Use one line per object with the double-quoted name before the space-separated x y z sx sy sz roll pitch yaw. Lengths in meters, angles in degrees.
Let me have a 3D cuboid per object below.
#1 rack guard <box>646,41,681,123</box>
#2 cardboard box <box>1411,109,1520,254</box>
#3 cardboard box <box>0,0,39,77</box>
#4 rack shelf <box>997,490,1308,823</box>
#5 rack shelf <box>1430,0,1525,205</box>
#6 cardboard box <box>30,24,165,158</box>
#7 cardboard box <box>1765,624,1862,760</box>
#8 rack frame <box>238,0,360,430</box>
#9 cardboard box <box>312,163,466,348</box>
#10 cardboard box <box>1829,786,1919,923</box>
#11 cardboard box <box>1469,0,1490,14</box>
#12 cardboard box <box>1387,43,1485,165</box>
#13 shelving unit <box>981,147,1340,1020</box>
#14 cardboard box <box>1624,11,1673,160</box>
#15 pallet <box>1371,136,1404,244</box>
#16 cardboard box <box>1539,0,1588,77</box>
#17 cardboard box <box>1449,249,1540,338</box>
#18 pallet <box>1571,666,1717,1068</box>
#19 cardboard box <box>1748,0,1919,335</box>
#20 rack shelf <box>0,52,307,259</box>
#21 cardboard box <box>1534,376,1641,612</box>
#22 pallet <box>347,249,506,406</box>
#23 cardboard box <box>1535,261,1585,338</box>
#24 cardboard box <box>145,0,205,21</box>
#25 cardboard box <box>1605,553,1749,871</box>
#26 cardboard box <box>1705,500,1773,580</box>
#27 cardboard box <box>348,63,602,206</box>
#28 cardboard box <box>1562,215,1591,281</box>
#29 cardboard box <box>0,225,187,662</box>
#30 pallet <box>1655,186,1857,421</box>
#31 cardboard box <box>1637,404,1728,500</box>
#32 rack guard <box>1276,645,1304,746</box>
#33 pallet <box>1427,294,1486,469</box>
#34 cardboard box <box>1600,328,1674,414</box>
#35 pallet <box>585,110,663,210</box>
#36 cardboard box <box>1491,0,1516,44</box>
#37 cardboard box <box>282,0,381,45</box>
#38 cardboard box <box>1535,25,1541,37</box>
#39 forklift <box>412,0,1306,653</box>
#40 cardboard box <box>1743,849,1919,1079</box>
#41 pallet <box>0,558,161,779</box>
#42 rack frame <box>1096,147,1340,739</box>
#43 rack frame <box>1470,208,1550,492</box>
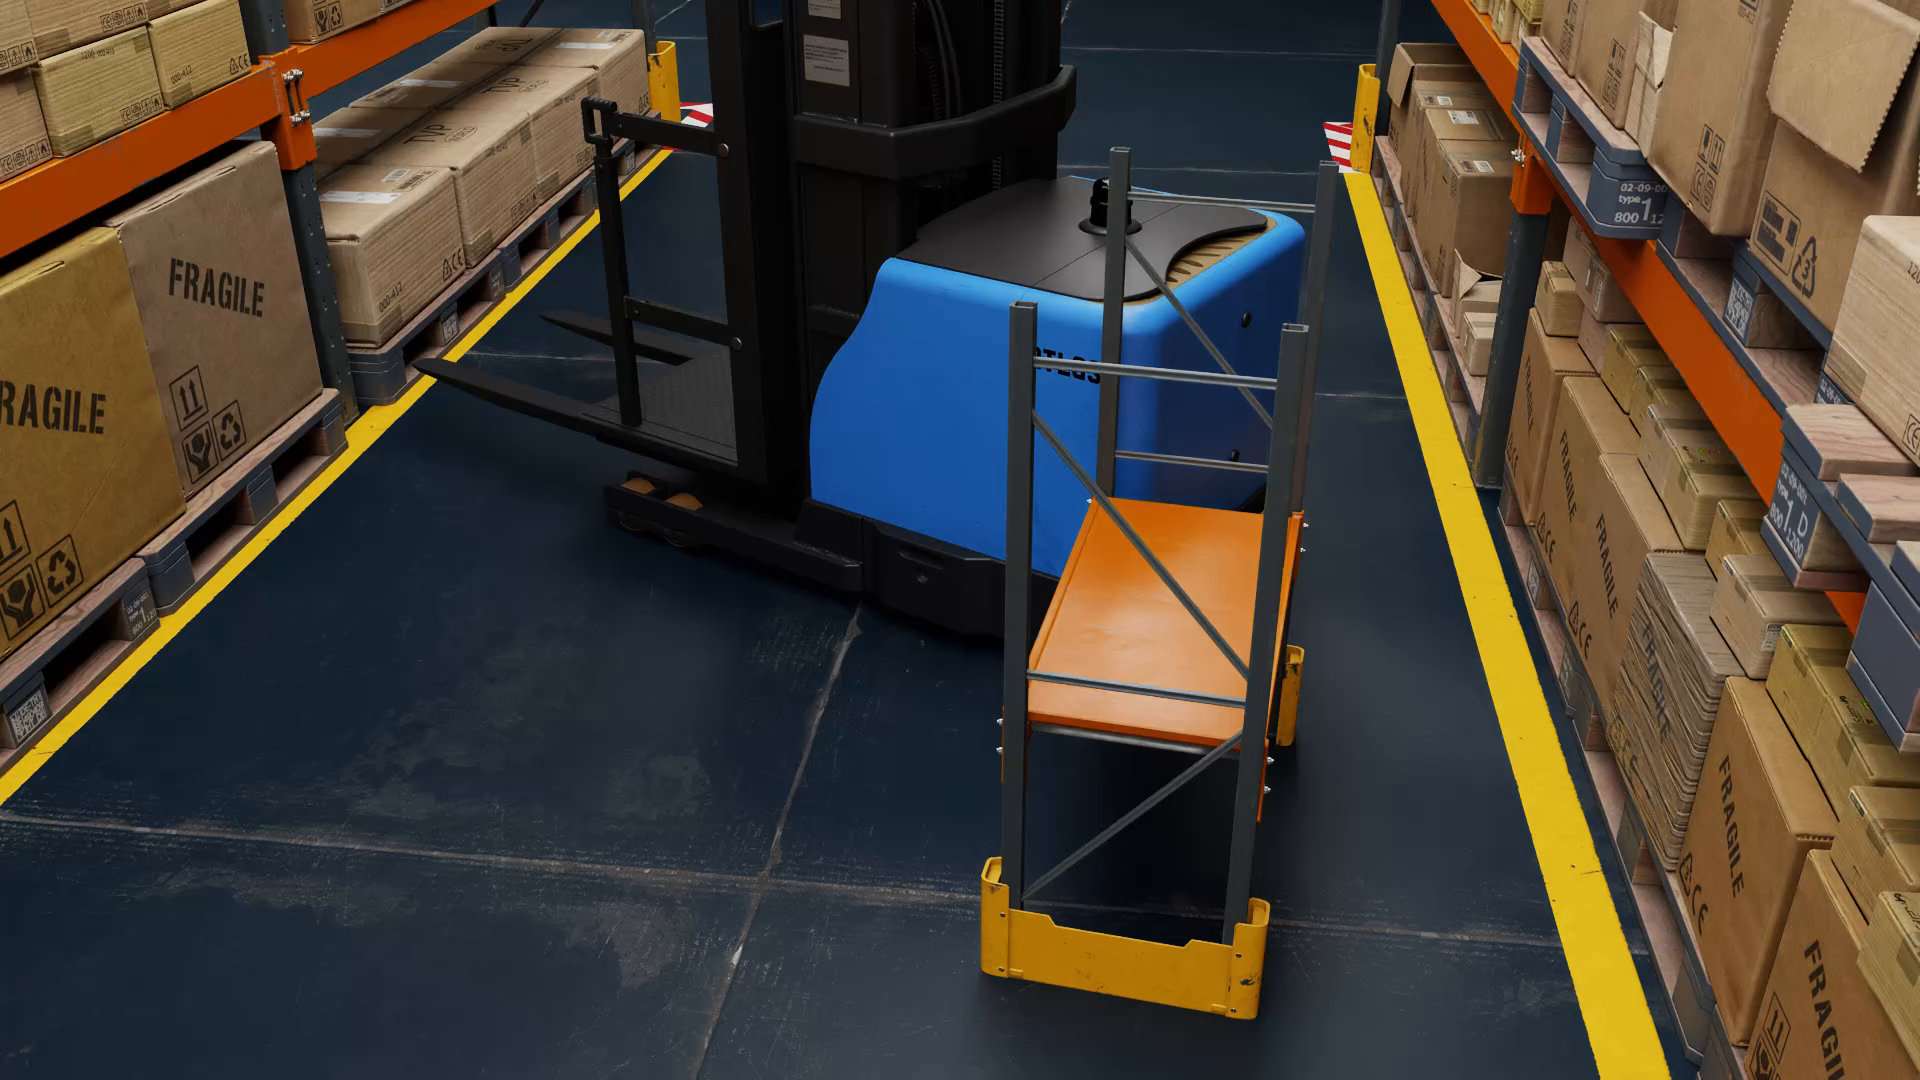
"rack guard" -2.206 -2.567 9.487 1.175 0.500 0.348 3 28 6
"cardboard box" 2.241 -1.528 7.116 0.500 0.500 0.500 4 29 7
"cardboard box" -2.624 -1.225 3.993 0.500 0.250 0.500 4 29 7
"rack shelf" 0.455 0.209 3.660 0.538 0.185 1.000 7 29 12
"rack shelf" 2.472 -2.111 6.764 1.077 0.370 4.000 3 28 6
"cardboard box" -2.568 -1.241 4.550 0.500 0.250 0.500 3 28 5
"cardboard box" 1.732 0.289 3.060 0.380 0.149 0.250 3 28 5
"rack frame" -2.700 -1.773 5.378 1.000 3.000 0.127 3 28 6
"cardboard box" -2.516 -1.119 6.423 0.875 0.438 0.875 3 28 5
"cardboard box" 1.625 0.528 2.616 0.380 0.149 0.250 2 28 5
"cardboard box" 2.096 -2.032 6.123 0.380 0.149 0.250 3 28 5
"cardboard box" 2.548 -2.172 8.309 0.797 0.503 0.637 2 28 4
"shelving unit" 0.457 0.046 3.583 0.587 1.500 1.083 7 29 12
"cardboard box" 1.676 -0.980 3.606 0.396 0.266 0.258 5 29 9
"pallet" 2.611 -1.730 8.239 1.003 0.211 1.213 3 28 6
"cardboard box" 1.946 -1.500 4.324 0.700 0.500 0.500 4 29 7
"cardboard box" 2.048 -0.915 6.225 0.396 0.266 0.258 4 29 8
"pallet" 2.018 0.702 3.724 1.003 0.211 1.213 3 28 6
"cardboard box" 1.754 -0.613 2.673 0.797 0.503 0.637 3 28 5
"rack shelf" -2.945 -0.515 3.801 1.077 0.370 4.000 3 28 6
"cardboard box" 1.889 -0.105 4.475 0.500 0.500 0.500 3 28 6
"pallet" -2.529 -0.899 6.695 1.003 0.211 1.213 3 28 6
"cardboard box" 1.919 -0.703 4.901 0.380 0.149 0.250 5 29 9
"cardboard box" -2.512 -1.705 4.884 0.500 0.250 0.500 3 28 6
"cardboard box" 1.754 0.374 3.586 0.500 0.500 0.500 2 28 4
"cardboard box" 1.817 0.044 3.514 0.380 0.149 0.250 3 29 6
"cardboard box" -2.295 -1.965 7.993 0.875 0.438 0.875 4 29 8
"cardboard box" 1.979 -0.830 4.824 0.380 0.149 0.250 3 28 5
"cardboard box" -2.799 -0.300 4.442 0.875 0.875 0.875 4 29 8
"pallet" 1.971 -0.434 3.096 1.003 0.211 1.213 3 28 6
"cardboard box" 1.854 -0.201 3.970 0.380 0.149 0.250 3 28 6
"rack guard" 0.579 0.368 4.304 0.587 0.250 0.087 7 29 12
"pallet" 2.312 -0.582 6.107 1.003 0.211 1.213 3 28 6
"cardboard box" 1.942 -0.446 4.425 0.380 0.149 0.250 2 28 4
"pallet" -2.230 -2.047 8.827 1.003 0.211 1.213 3 28 6
"cardboard box" 2.034 -1.788 5.671 0.380 0.149 0.250 4 29 8
"cardboard box" -2.382 -2.023 5.736 0.500 0.500 0.500 4 29 8
"cardboard box" 2.016 -1.540 5.211 0.380 0.149 0.250 4 29 7
"forklift" -0.521 -1.456 4.863 3.031 2.935 1.130 18 33 29
"cardboard box" 1.647 0.866 2.673 0.500 0.500 0.500 3 28 5
"pallet" -2.866 0.398 4.288 1.003 0.211 1.213 3 28 6
"rack frame" 0.579 -0.183 4.009 0.500 1.500 0.032 7 29 12
"rack frame" 2.227 -1.486 4.846 1.000 3.000 0.127 3 28 6
